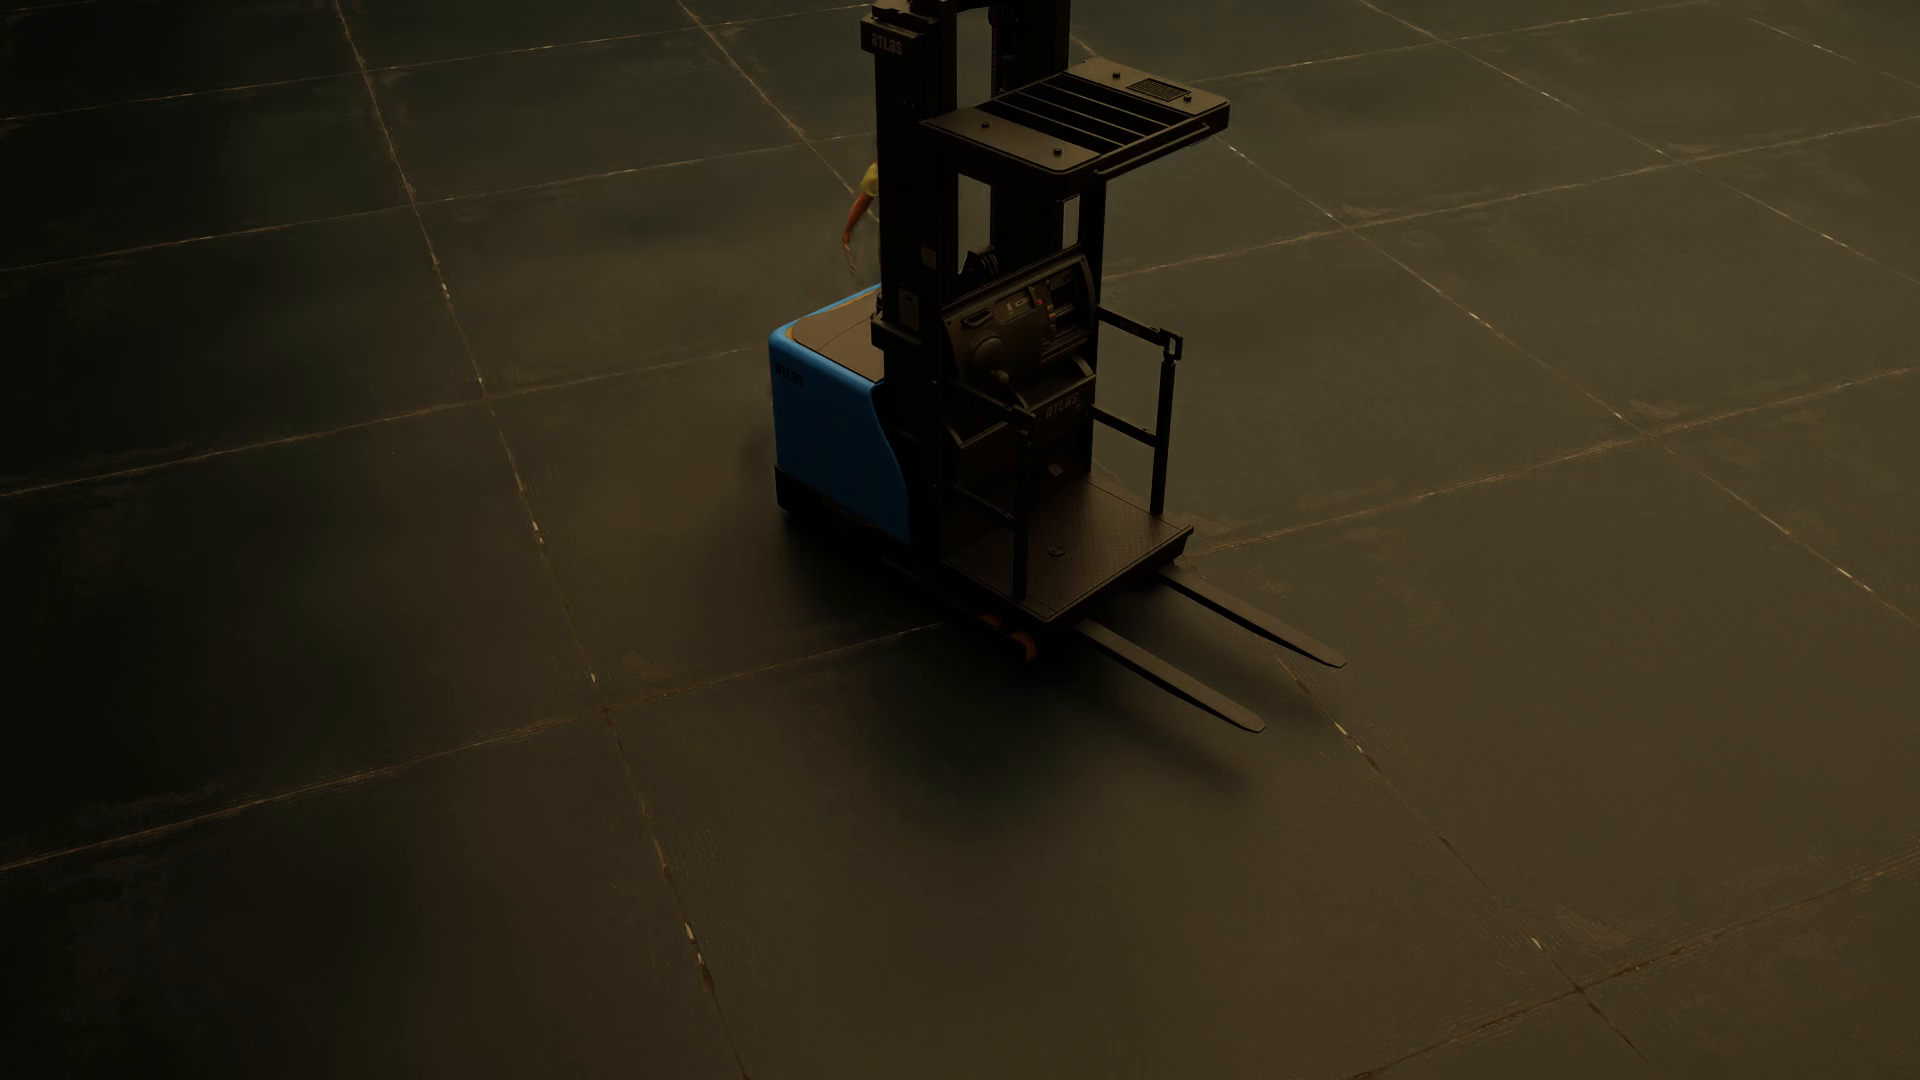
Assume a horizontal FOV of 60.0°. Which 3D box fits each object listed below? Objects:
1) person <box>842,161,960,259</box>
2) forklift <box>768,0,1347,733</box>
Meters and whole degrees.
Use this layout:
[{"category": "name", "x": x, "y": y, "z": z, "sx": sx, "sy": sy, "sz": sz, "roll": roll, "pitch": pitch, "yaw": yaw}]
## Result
[{"category": "person", "x": -0.343, "y": -1.768, "z": 9.700, "sx": 0.692, "sy": 1.644, "sz": 0.463, "roll": -2, "pitch": 35, "yaw": -3}, {"category": "forklift", "x": 0.432, "y": -0.946, "z": 7.429, "sx": 3.031, "sy": 2.935, "sz": 1.130, "roll": 30, "pitch": 45, "yaw": 35}]
